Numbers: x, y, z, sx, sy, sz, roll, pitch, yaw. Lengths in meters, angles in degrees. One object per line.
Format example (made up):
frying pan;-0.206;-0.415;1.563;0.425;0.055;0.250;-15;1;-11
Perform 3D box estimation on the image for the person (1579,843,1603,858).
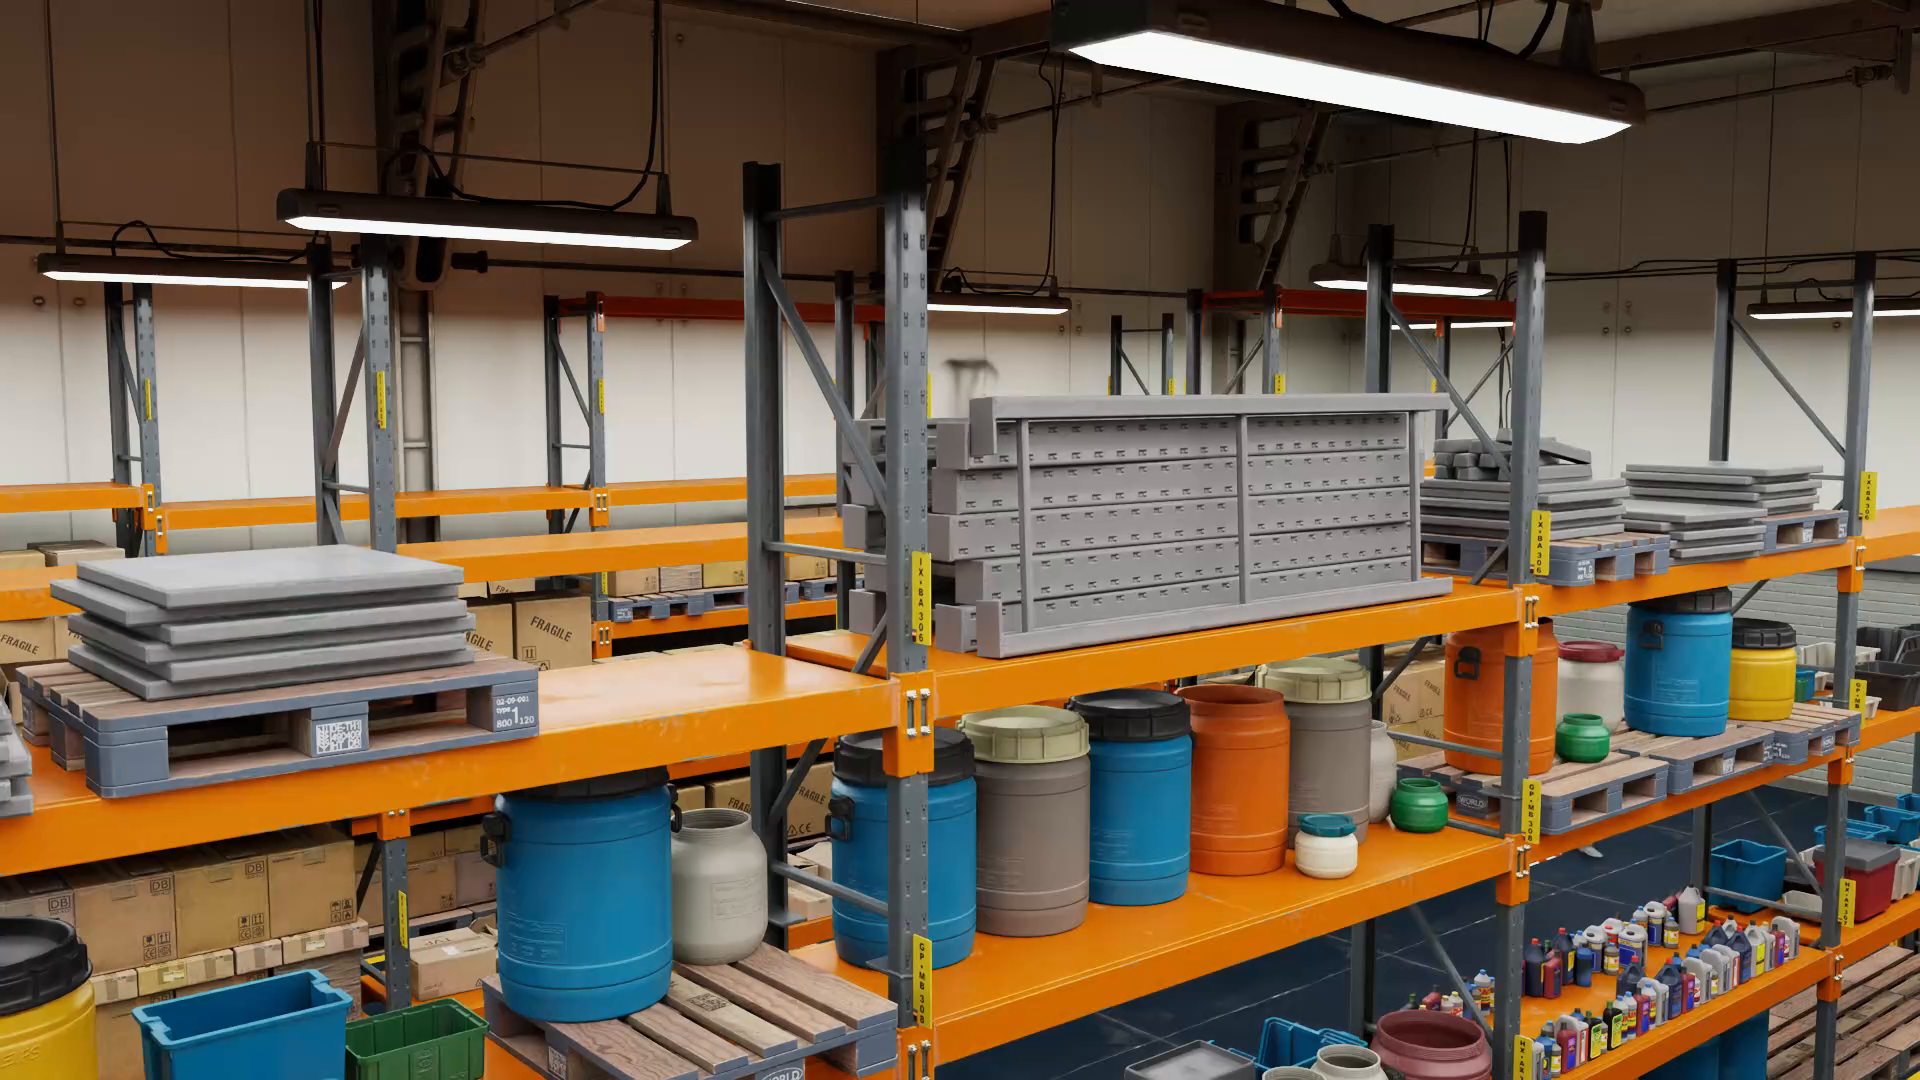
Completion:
person;6.652;2.580;18.145;0.737;1.710;0.635;-2;6;-19
